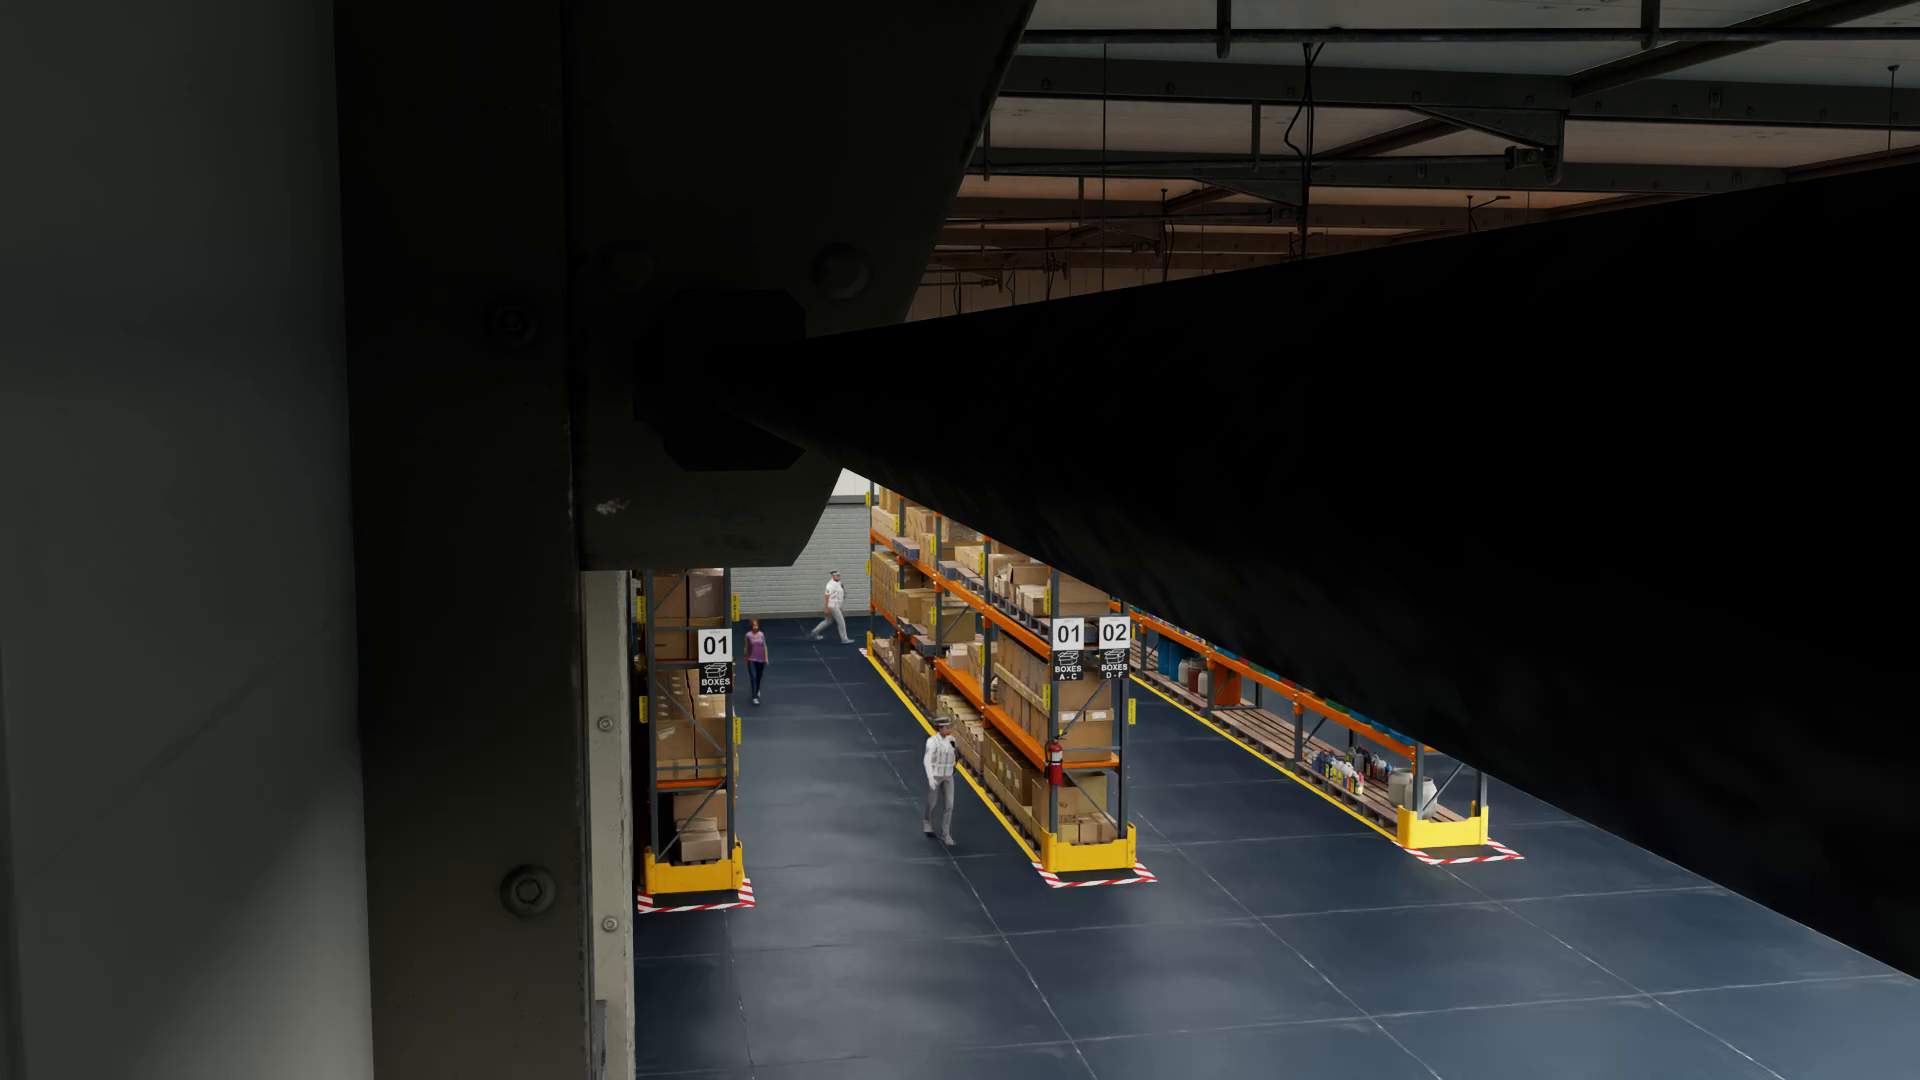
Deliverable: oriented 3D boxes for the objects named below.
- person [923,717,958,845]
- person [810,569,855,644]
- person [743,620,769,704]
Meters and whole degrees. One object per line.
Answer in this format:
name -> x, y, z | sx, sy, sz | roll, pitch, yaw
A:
person -> -0.246, 3.197, 22.328 | 0.562, 1.673, 0.743 | -4, 7, -32
person -> -2.920, 1.503, 38.073 | 1.099, 1.710, 0.522 | 1, 6, 8
person -> -3.853, 2.270, 31.377 | 0.442, 1.532, 0.969 | -2, 6, -17
